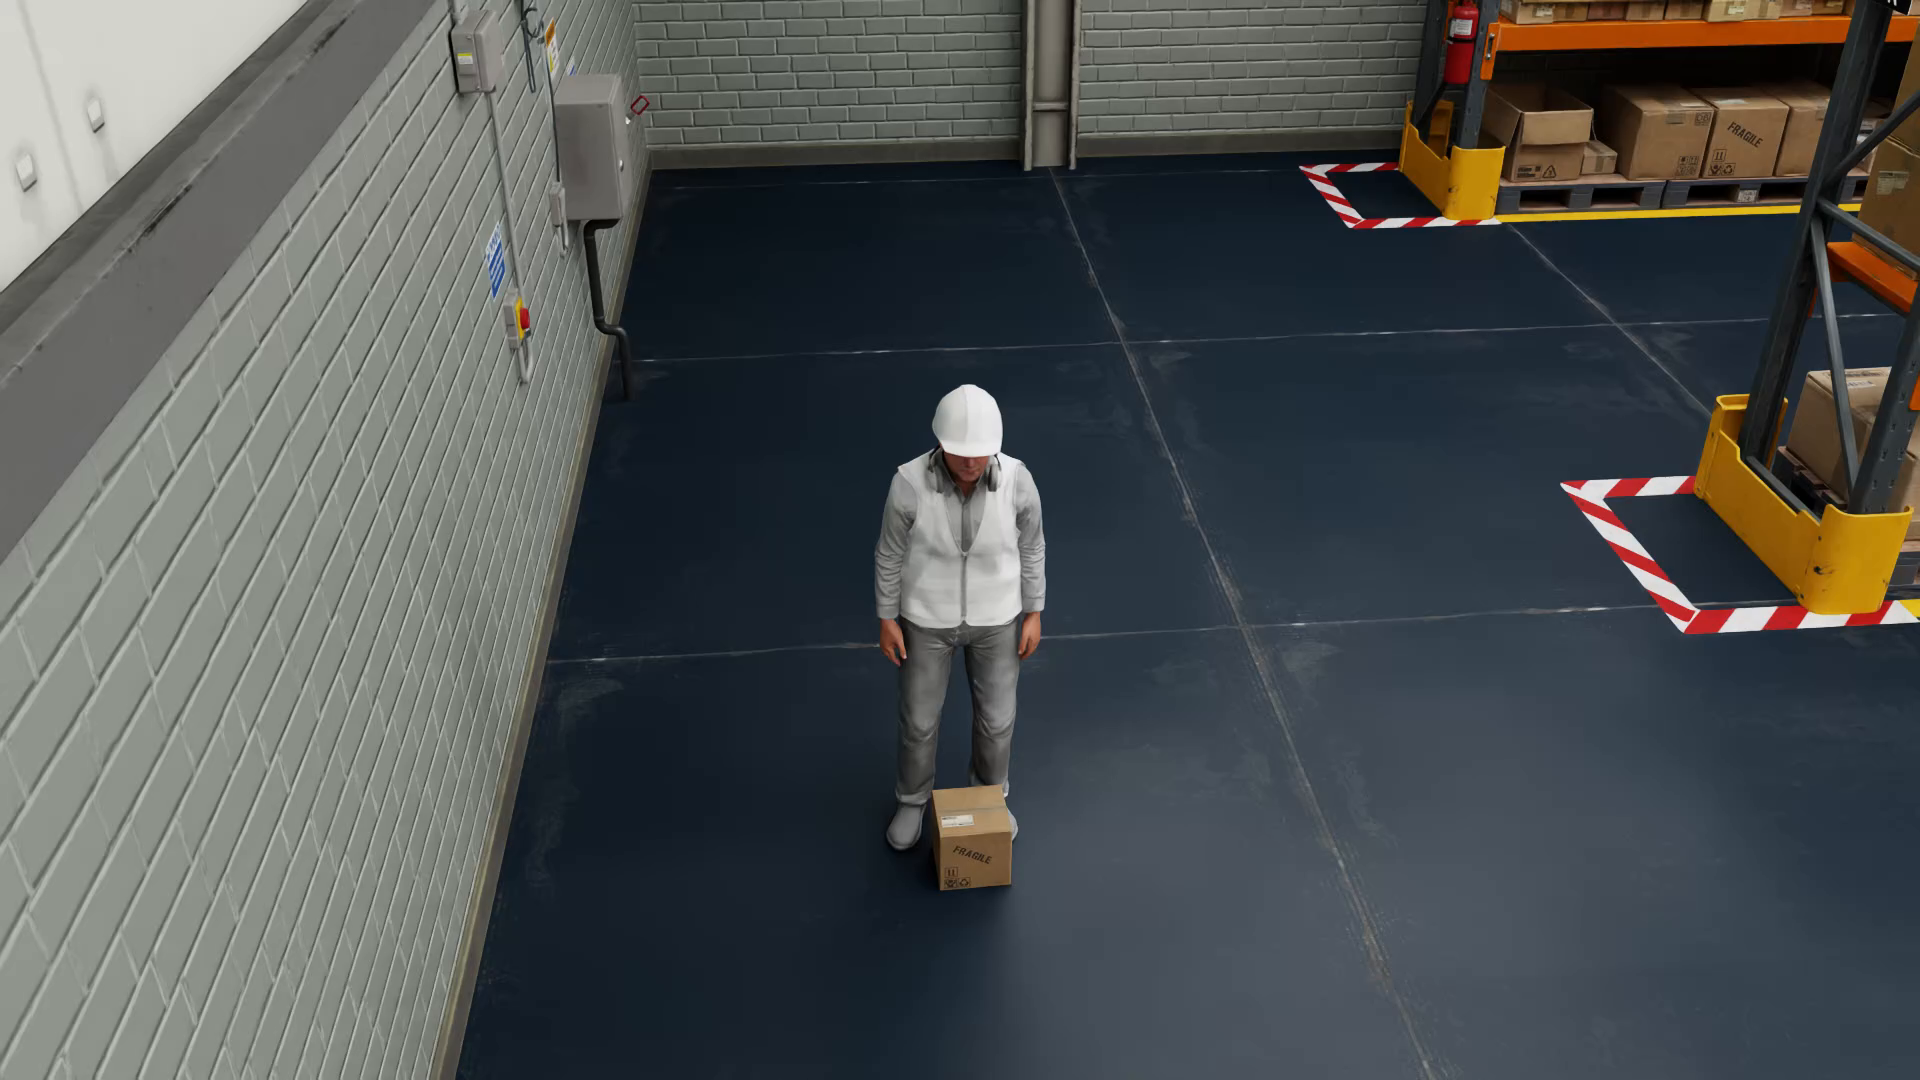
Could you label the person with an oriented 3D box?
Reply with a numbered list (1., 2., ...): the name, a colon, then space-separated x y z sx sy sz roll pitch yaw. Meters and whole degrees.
1. person: 0.003 0.262 5.669 0.580 1.771 0.463 -3 31 -5
